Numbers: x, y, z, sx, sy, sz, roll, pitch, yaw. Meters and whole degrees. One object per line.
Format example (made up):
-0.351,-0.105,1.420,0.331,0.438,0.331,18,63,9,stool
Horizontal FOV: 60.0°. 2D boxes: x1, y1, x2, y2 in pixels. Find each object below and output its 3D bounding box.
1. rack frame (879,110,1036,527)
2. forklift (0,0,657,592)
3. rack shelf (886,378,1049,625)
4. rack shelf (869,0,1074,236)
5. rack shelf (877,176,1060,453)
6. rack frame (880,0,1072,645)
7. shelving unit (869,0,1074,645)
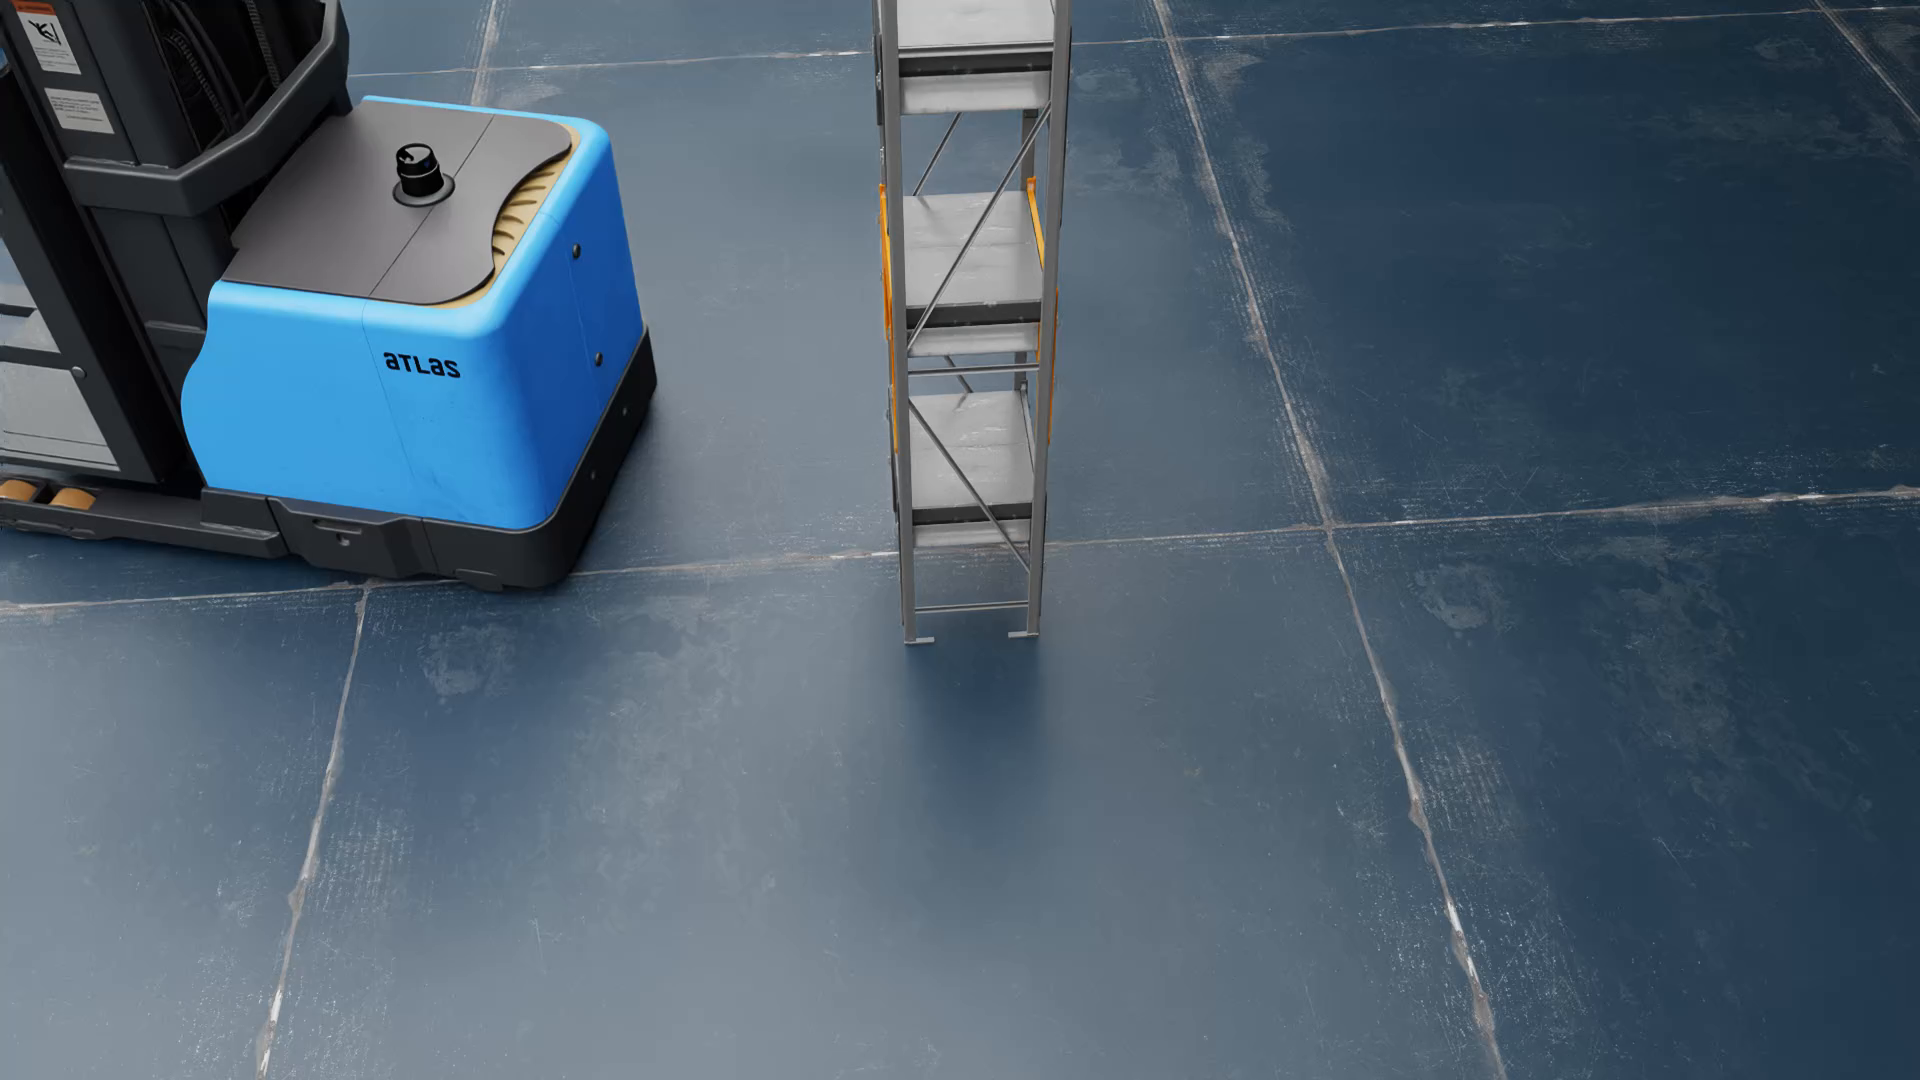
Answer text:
-0.007,-0.779,4.541,0.400,2.100,0.015,-3,47,-3,rack frame
-2.597,-1.379,4.537,3.031,2.935,1.130,8,47,7,forklift
0.014,-0.112,4.892,0.431,0.518,0.480,-3,47,-3,rack shelf
0.014,-1.074,3.876,0.431,0.518,0.480,-3,47,-3,rack shelf
0.014,-0.593,4.384,0.431,0.518,0.480,-3,47,-3,rack shelf
0.034,-0.426,4.207,0.400,2.100,0.015,-3,47,-3,rack frame
0.014,-0.602,4.374,0.431,2.100,0.503,-3,47,-3,shelving unit
